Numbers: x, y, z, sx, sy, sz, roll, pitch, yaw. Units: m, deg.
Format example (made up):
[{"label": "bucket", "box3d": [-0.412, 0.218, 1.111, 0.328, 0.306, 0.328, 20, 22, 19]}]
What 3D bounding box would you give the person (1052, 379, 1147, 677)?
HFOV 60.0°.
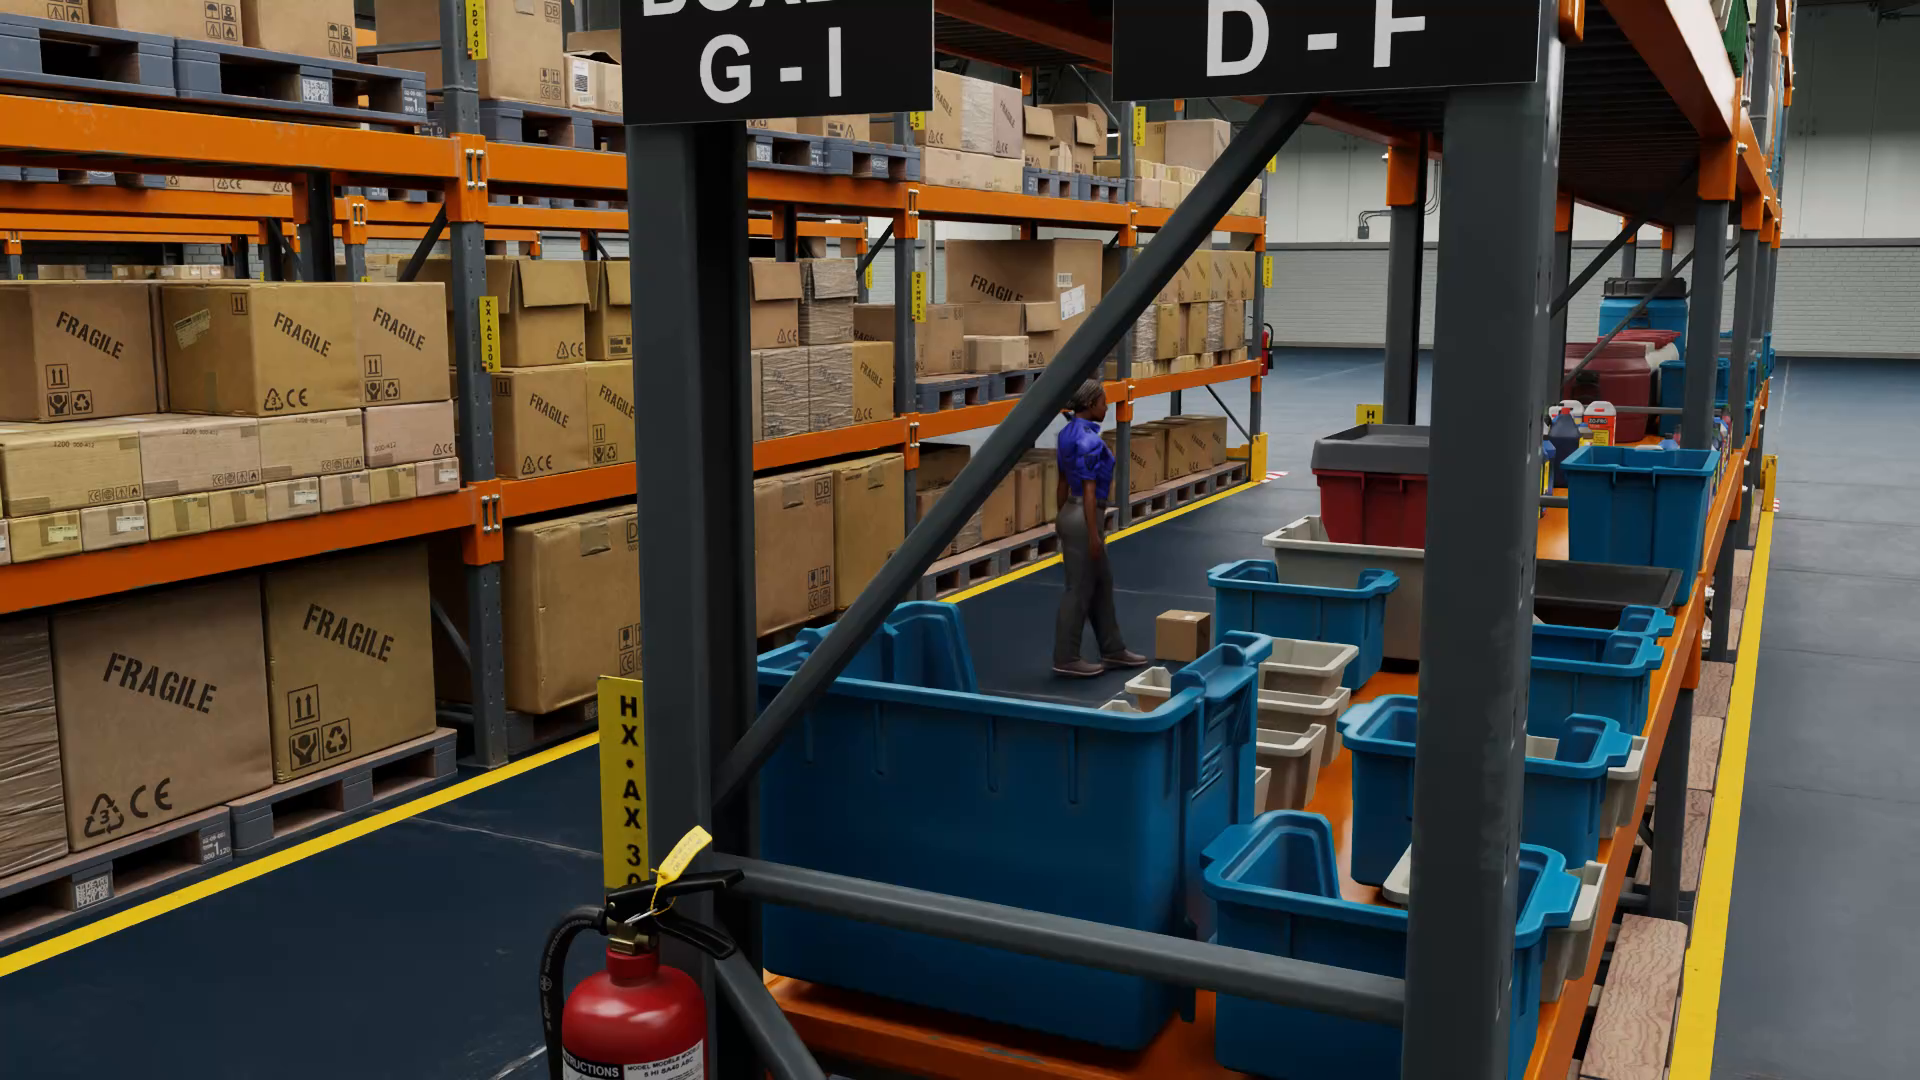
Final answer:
[{"label": "person", "box3d": [0.808, -0.070, 9.245, 0.600, 1.658, 0.463, -2, 9, -10]}]
